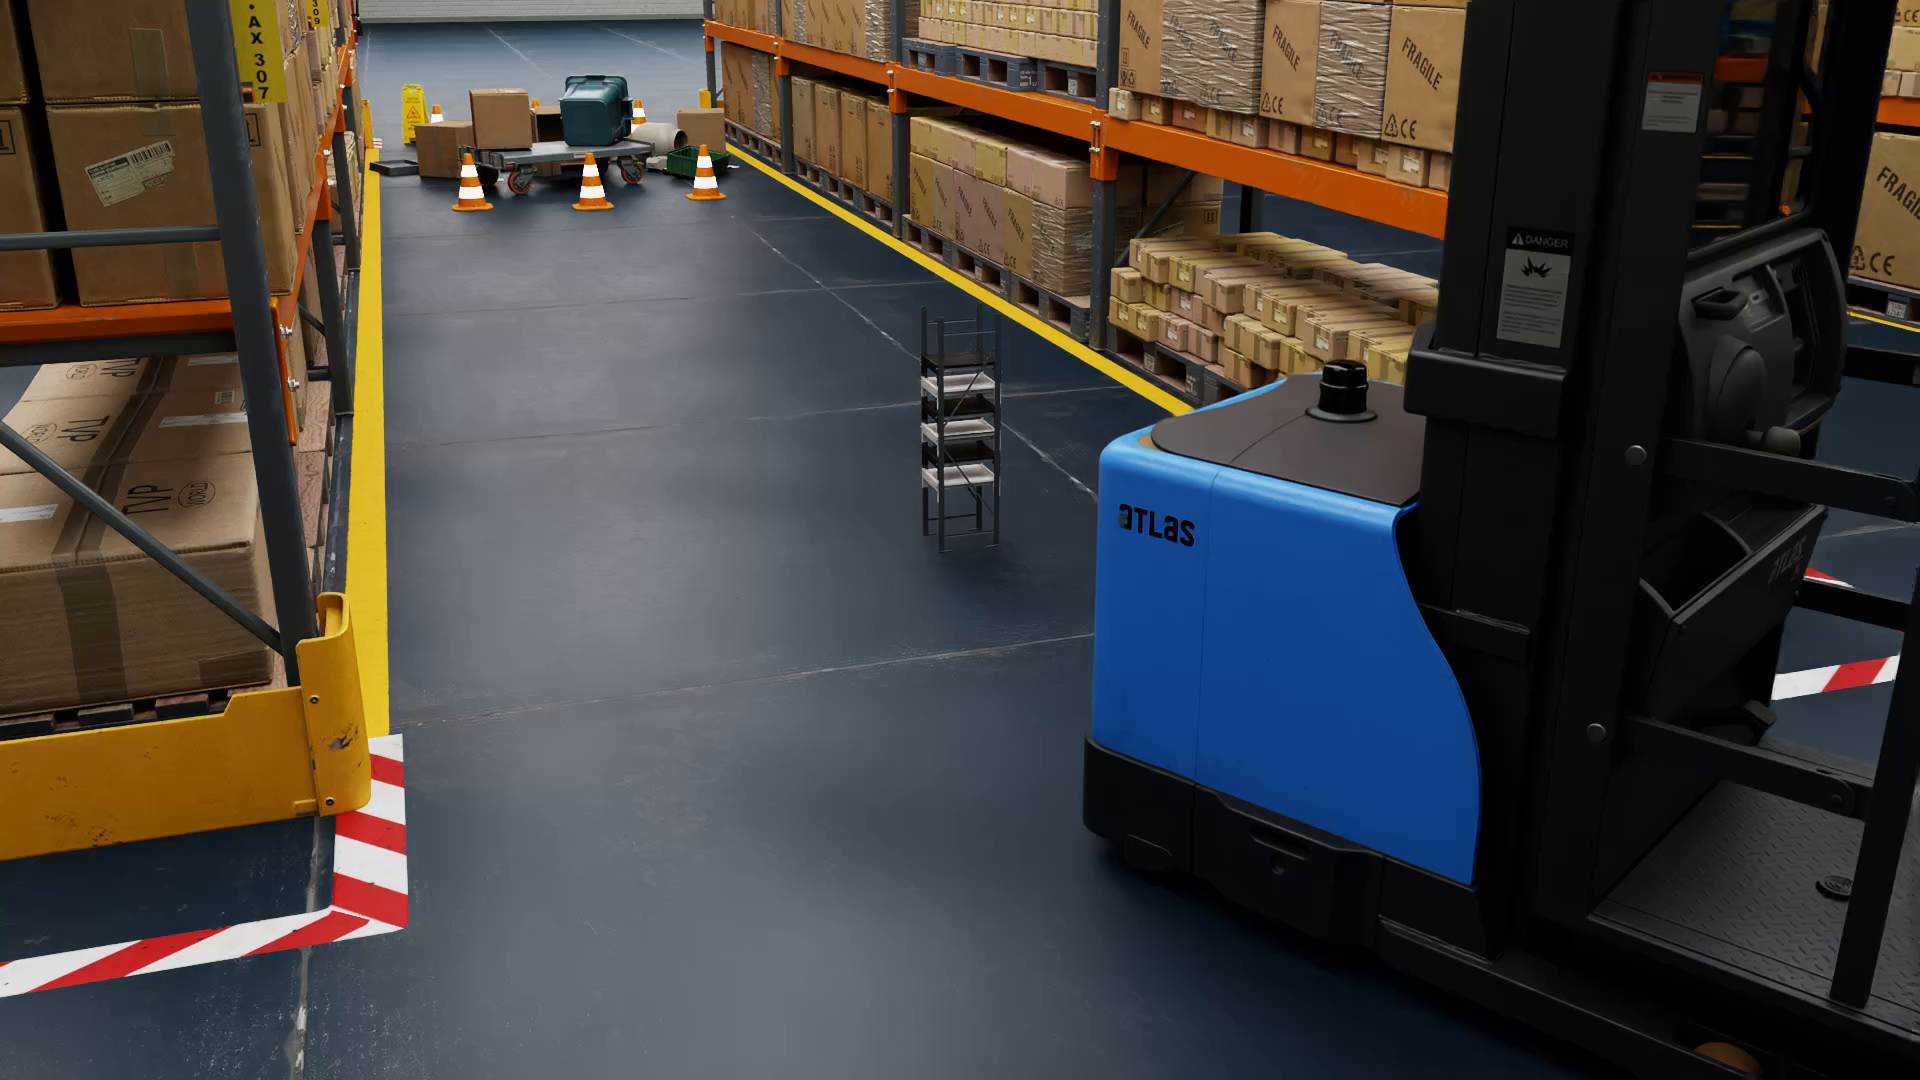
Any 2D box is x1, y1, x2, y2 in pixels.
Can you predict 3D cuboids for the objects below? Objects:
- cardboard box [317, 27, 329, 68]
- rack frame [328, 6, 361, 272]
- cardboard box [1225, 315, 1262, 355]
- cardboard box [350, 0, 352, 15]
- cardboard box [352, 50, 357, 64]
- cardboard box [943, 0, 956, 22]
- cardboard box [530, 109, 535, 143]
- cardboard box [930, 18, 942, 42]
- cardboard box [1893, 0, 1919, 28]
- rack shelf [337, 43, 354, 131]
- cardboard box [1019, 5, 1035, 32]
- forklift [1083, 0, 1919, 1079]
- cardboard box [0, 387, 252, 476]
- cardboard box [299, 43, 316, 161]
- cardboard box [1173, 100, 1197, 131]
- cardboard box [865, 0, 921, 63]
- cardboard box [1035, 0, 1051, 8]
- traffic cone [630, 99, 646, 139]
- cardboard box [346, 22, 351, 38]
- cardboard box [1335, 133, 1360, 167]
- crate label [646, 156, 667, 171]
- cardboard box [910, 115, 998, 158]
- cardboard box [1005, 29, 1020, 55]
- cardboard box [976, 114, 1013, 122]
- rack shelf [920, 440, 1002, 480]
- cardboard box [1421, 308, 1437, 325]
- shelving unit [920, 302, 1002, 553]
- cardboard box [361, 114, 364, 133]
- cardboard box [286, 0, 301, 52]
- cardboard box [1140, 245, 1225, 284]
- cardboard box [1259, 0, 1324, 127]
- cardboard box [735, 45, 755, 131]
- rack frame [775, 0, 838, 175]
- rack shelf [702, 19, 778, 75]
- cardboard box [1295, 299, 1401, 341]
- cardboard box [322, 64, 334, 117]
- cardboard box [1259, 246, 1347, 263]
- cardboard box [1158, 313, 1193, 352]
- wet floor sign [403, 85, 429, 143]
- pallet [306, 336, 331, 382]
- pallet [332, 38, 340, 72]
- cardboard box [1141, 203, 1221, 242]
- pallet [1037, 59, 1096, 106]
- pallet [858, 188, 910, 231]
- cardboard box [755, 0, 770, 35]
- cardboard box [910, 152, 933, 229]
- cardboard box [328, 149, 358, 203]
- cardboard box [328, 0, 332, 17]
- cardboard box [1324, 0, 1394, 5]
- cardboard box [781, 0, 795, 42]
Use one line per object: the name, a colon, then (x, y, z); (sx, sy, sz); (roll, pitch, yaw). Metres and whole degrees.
cardboard box: (-3.636, -2.644, 8.822); (0.500, 0.250, 0.500); (-6, 21, -17)
rack frame: (-4.699, -3.263, 11.062); (1.000, 3.000, 0.127); (-6, 21, -17)
cardboard box: (1.477, -0.971, 7.840); (0.380, 0.149, 0.250); (-7, 21, -18)
cardboard box: (-6.781, -5.872, 17.739); (0.500, 0.500, 0.500); (-7, 21, -18)
cardboard box: (-6.535, -5.051, 17.420); (0.380, 0.149, 0.250); (-6, 21, -16)
cardboard box: (0.104, -3.692, 11.568); (0.380, 0.149, 0.250); (-7, 21, -19)
cardboard box: (-4.258, -4.360, 17.811); (0.637, 0.503, 0.797); (12, 23, 30)
cardboard box: (0.002, -3.649, 11.889); (0.380, 0.149, 0.250); (-5, 20, -15)
cardboard box: (5.874, -3.273, 9.765); (0.500, 0.500, 0.500); (-6, 21, -17)
rack shelf: (-5.328, -3.566, 12.971); (1.077, 0.370, 4.000); (-6, 21, -17)
cardboard box: (0.583, -3.199, 10.195); (0.380, 0.149, 0.250); (-8, 21, -20)
forklift: (1.747, -0.388, 3.162); (3.031, 2.935, 1.130); (17, 26, 39)
cardboard box: (-2.783, -0.181, 5.652); (0.875, 0.438, 0.875); (-6, 21, -16)
cardboard box: (-2.886, -1.740, 6.675); (0.500, 0.500, 0.500); (-7, 21, -19)
cardboard box: (1.289, -2.138, 8.304); (0.380, 0.149, 0.250); (-7, 21, -20)
cardboard box: (-0.428, -3.984, 12.923); (0.500, 0.500, 0.500); (-6, 21, -17)
cardboard box: (0.667, -3.258, 9.921); (0.380, 0.149, 0.250); (-6, 21, -17)
traffic cone: (-3.727, -4.873, 19.299); (0.336, 0.463, 0.334); (-6, 21, -17)
cardboard box: (-6.144, -4.975, 16.201); (0.380, 0.149, 0.250); (-6, 21, -17)
cardboard box: (1.791, -1.633, 6.896); (0.380, 0.149, 0.250); (-7, 21, -19)
crate label: (-3.020, -3.802, 16.798); (0.250, 0.136, 0.298); (12, 23, 30)
cardboard box: (-0.045, -2.948, 12.154); (0.500, 0.250, 0.500); (-7, 21, -20)
cardboard box: (0.500, -3.141, 10.474); (0.380, 0.149, 0.250); (-5, 20, -15)
cardboard box: (0.432, -3.003, 12.308); (0.500, 0.250, 0.500); (-7, 21, -18)
rack shelf: (0.003, -0.305, 6.299); (0.258, 0.077, 0.200); (-6, 21, -17)
cardboard box: (2.248, -0.925, 7.270); (0.380, 0.149, 0.250); (-6, 20, -15)
shelving unit: (0.003, -0.421, 6.257); (0.258, 0.900, 0.210); (-6, 21, -17)
cardboard box: (-6.549, -4.335, 17.496); (0.500, 0.250, 0.500); (-6, 21, -17)
cardboard box: (-2.711, -2.048, 6.055); (0.500, 0.500, 0.500); (-6, 21, -16)
cardboard box: (1.168, -1.446, 8.721); (0.380, 0.149, 0.250); (-5, 20, -15)
cardboard box: (1.625, -2.046, 7.088); (0.500, 0.500, 0.500); (-5, 20, -14)
cardboard box: (-1.992, -5.093, 18.681); (0.875, 0.875, 0.875); (-7, 21, -18)
rack frame: (-1.289, -5.105, 16.191); (1.000, 3.000, 0.127); (-6, 21, -17)
rack shelf: (-1.917, -5.408, 18.099); (1.077, 0.370, 4.000); (-6, 21, -17)
cardboard box: (1.713, -0.955, 7.355); (0.380, 0.149, 0.250); (-7, 21, -19)
cardboard box: (-3.639, -2.410, 8.910); (0.500, 0.250, 0.500); (-7, 21, -18)
cardboard box: (1.788, -1.430, 8.676); (0.380, 0.149, 0.250); (-7, 21, -18)
cardboard box: (1.246, -1.083, 8.589); (0.380, 0.149, 0.250); (-6, 21, -17)
wet floor sign: (-6.257, -4.896, 19.094); (0.267, 0.644, 0.232); (1, 20, 2)
pallet: (-3.756, -0.906, 8.627); (1.003, 0.211, 1.213); (-6, 21, -17)
pallet: (-5.024, -3.390, 11.700); (1.213, 0.211, 1.003); (-6, 21, -17)
cardboard box: (1.245, -1.824, 10.133); (0.500, 0.500, 0.500); (-6, 20, -15)
pallet: (1.124, -2.708, 9.801); (1.003, 0.211, 1.213); (-6, 21, -17)
pallet: (-0.208, -2.770, 13.815); (1.003, 0.211, 1.213); (-6, 21, -17)
cardboard box: (-1.610, -5.466, 16.976); (0.875, 0.550, 0.550); (-6, 21, -17)
cardboard box: (-0.051, -2.588, 12.261); (0.500, 0.500, 0.500); (-7, 21, -20)
cardboard box: (-5.340, -2.886, 13.279); (0.950, 0.372, 0.625); (-6, 21, -15)
cardboard box: (-4.791, -3.983, 11.858); (0.500, 0.500, 0.500); (-5, 20, -14)
cardboard box: (1.772, -2.360, 6.483); (0.500, 0.500, 0.500); (-5, 20, -14)
cardboard box: (-1.379, -4.954, 15.624); (0.500, 0.500, 0.500); (-6, 21, -17)
